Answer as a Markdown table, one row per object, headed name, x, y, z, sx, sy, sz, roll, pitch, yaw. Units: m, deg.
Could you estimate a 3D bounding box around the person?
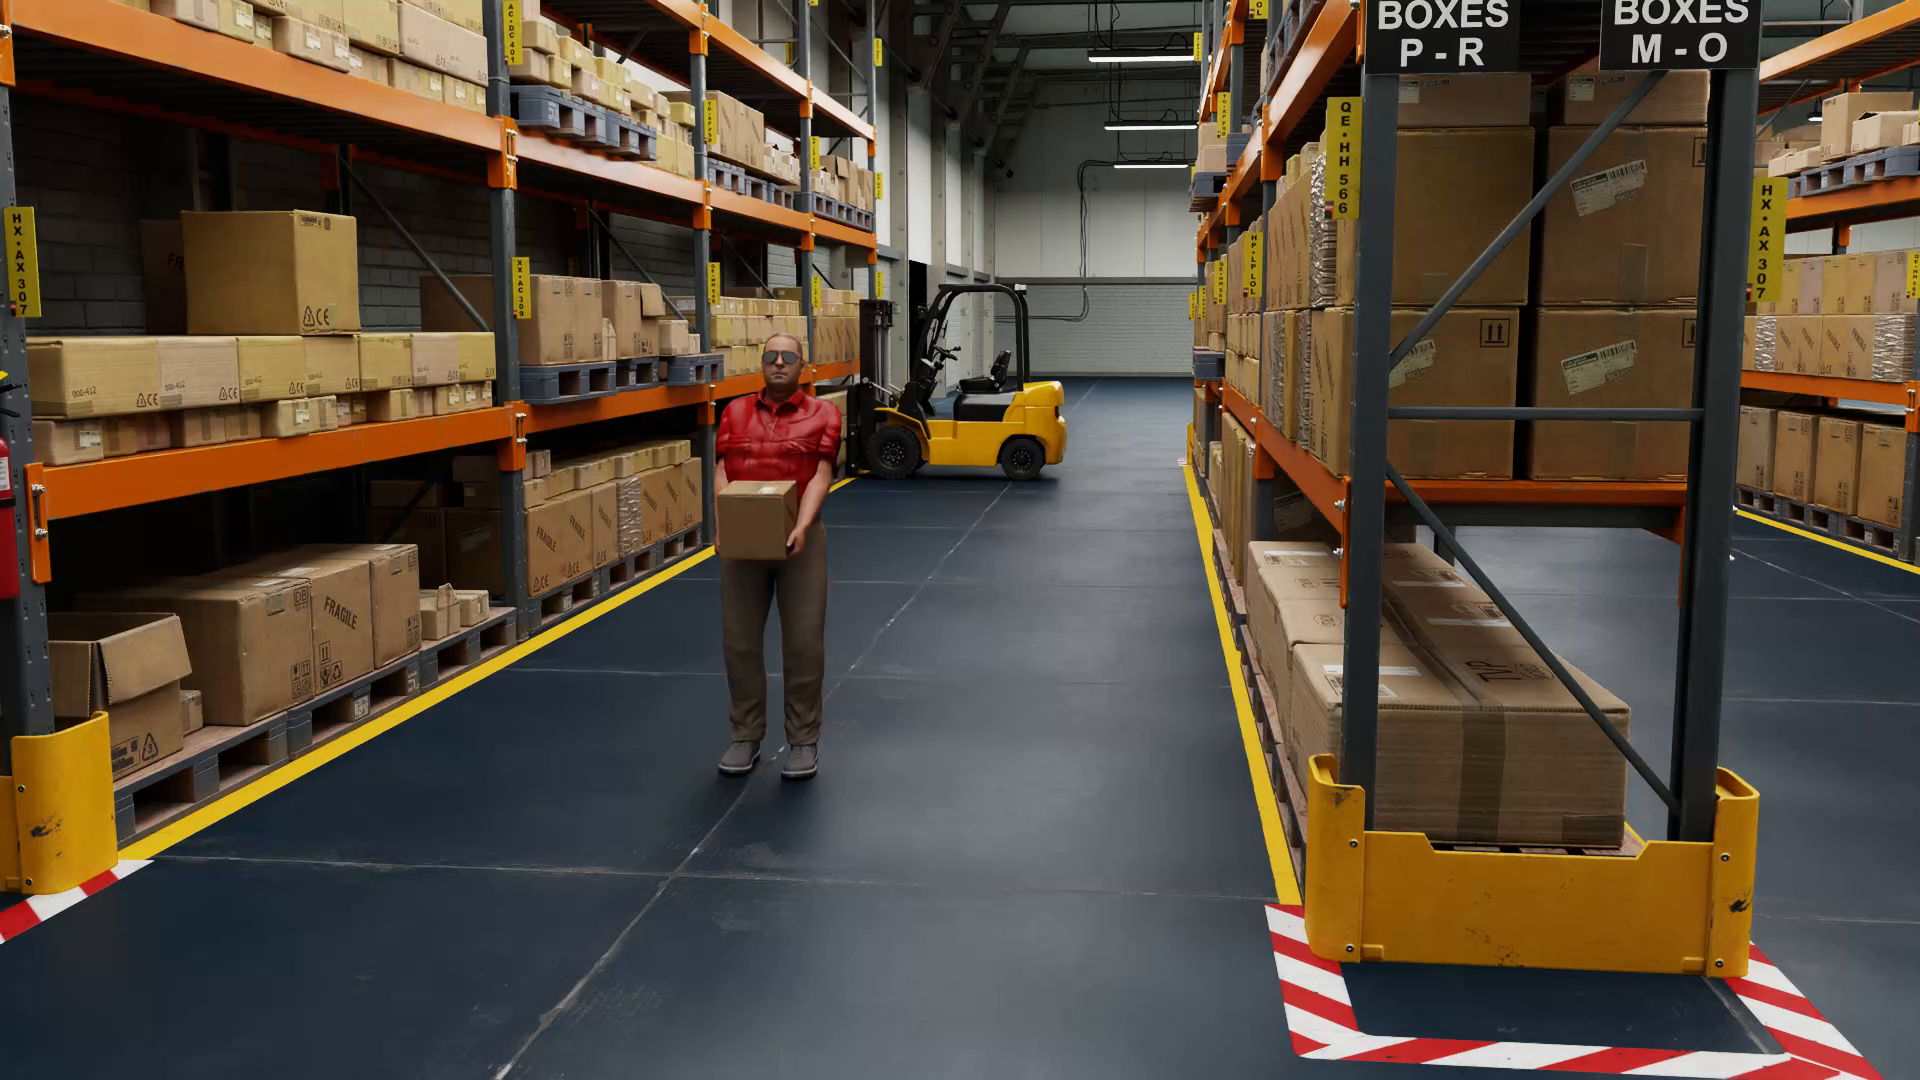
| name | x | y | z | sx | sy | sz | roll | pitch | yaw |
| --- | --- | --- | --- | --- | --- | --- | --- | --- | --- |
| person | -0.722 | 0.059 | 6.451 | 0.494 | 1.713 | 0.536 | 1 | 8 | 6 |
